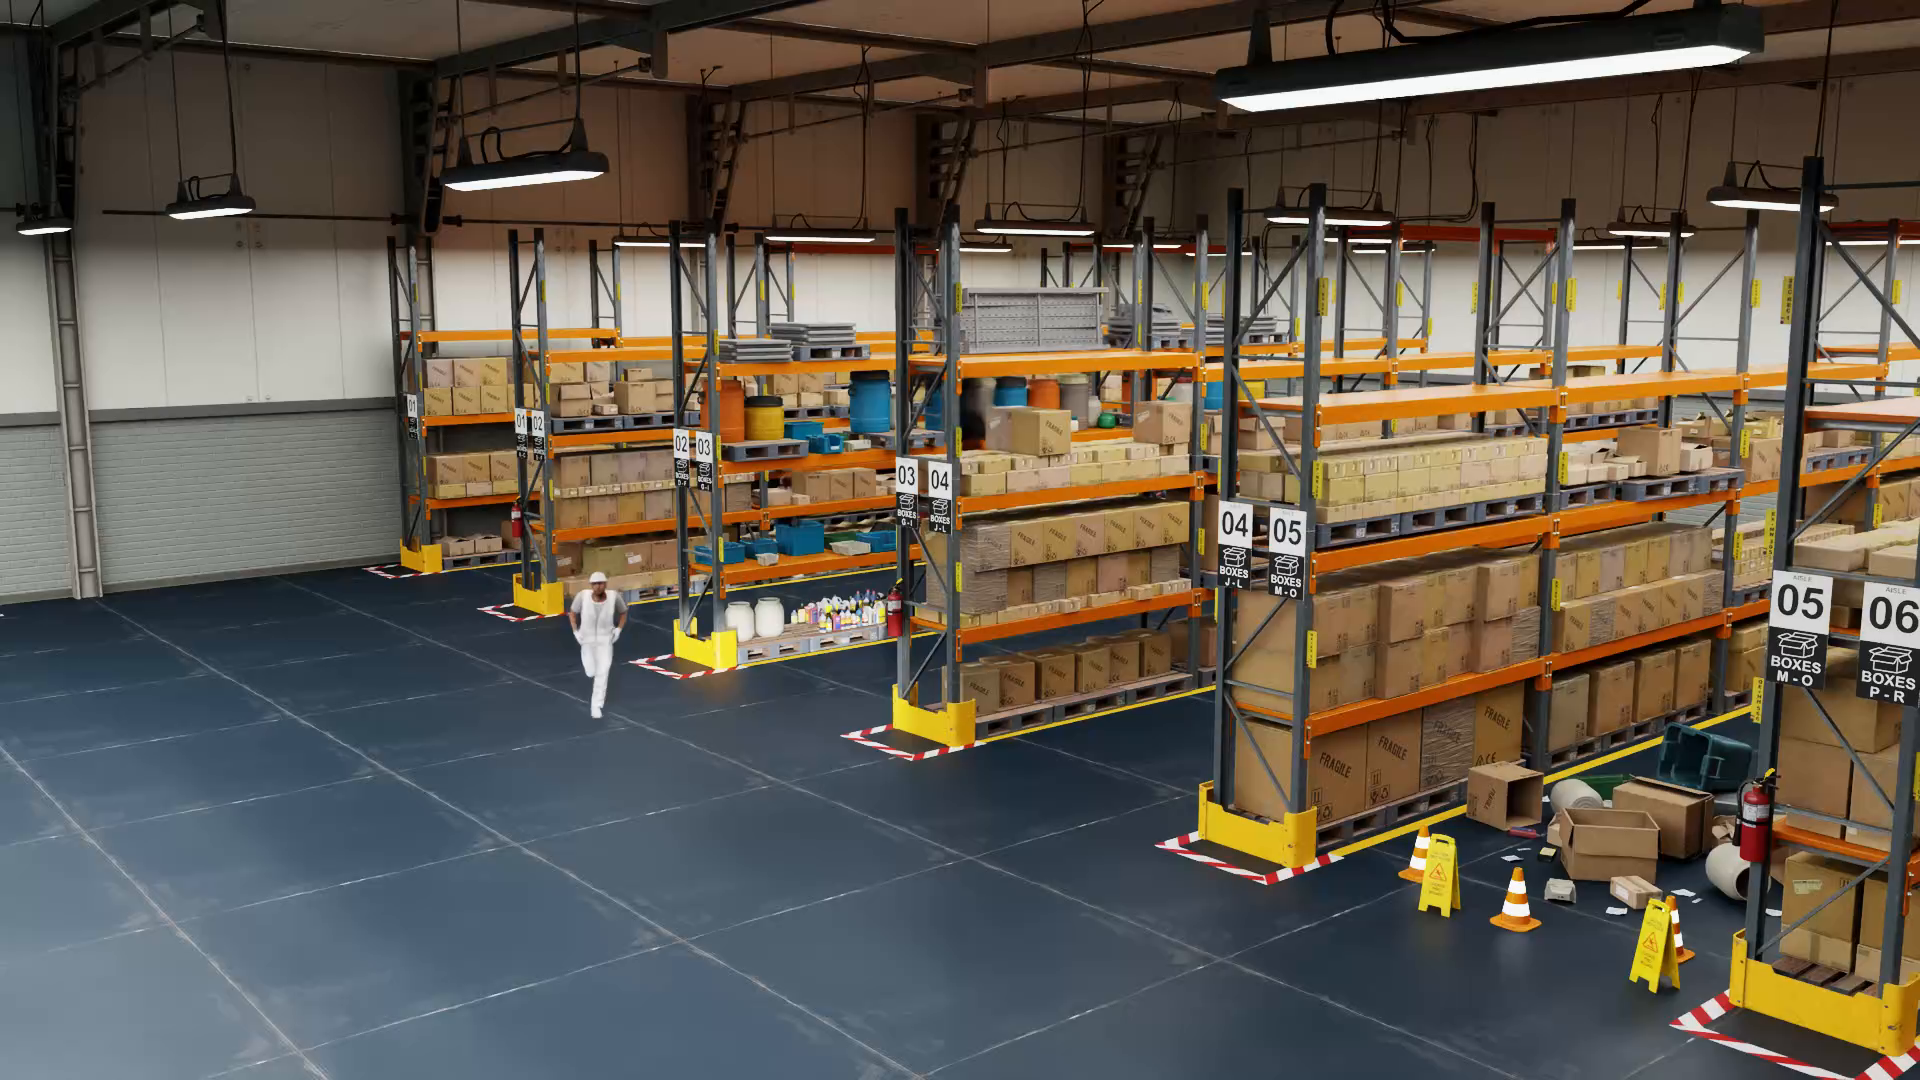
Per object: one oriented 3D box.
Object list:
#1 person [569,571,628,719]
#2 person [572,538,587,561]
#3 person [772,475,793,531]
[{"bbox_3d":[-4.398,1.221,20.288,0.686,1.766,0.953,-1,9,-6],"label":"person"},{"bbox_3d":[-6.532,-0.064,28.571,0.553,1.697,0.909,8,12,41],"label":"person"},{"bbox_3d":[-3.348,-0.466,31.684,0.528,1.554,0.517,-8,12,-44],"label":"person"}]
